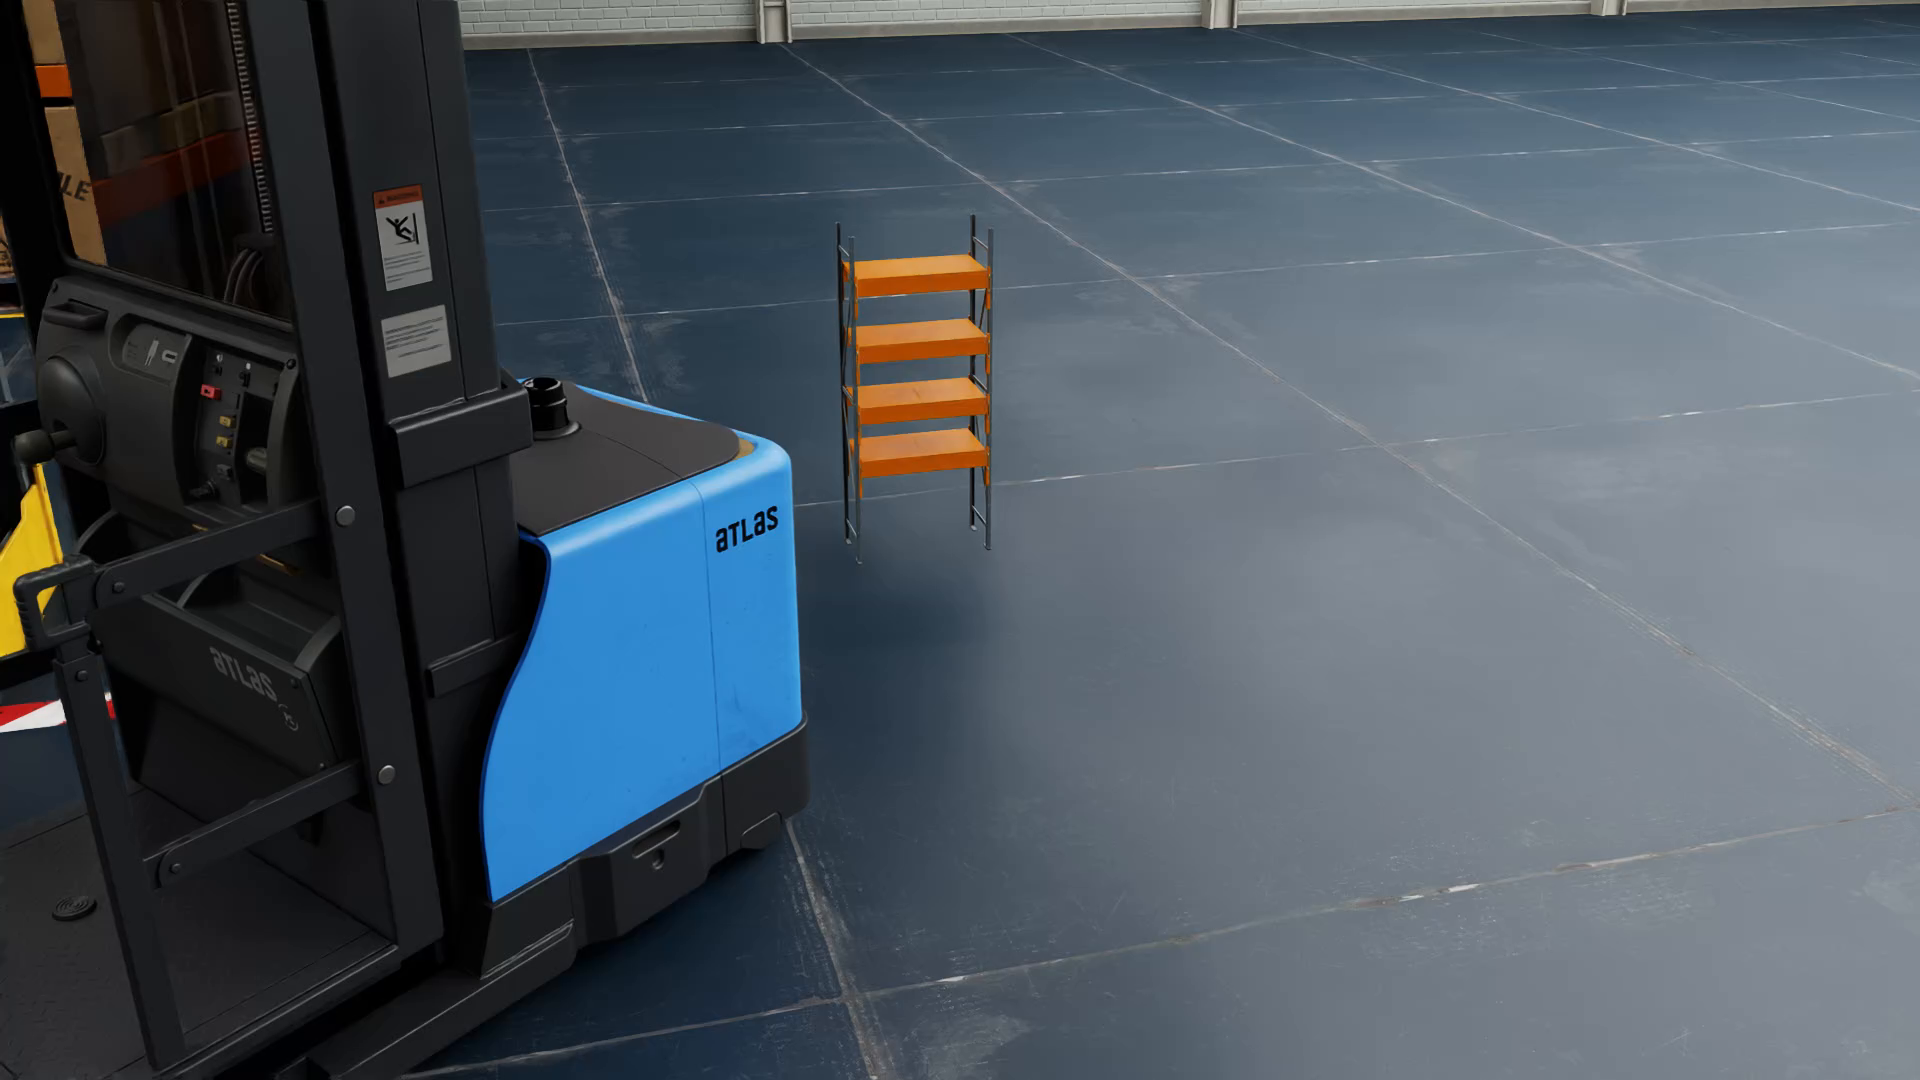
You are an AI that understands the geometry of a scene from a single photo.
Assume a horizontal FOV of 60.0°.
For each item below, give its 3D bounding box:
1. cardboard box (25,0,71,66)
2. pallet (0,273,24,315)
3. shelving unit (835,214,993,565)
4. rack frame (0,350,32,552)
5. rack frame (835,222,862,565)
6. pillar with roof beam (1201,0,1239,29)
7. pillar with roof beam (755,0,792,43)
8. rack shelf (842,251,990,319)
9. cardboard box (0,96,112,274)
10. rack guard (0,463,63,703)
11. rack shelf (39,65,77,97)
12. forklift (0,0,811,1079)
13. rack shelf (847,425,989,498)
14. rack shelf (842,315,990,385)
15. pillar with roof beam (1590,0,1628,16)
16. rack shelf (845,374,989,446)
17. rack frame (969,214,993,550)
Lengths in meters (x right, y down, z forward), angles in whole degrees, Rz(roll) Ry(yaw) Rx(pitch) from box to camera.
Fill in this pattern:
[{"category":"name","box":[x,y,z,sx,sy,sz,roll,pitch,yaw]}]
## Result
[{"category":"cardboard box","box":[-4.746,-2.955,9.143,0.550,0.550,0.875,-6,24,-14]},{"category":"pallet","box":[-5.150,-1.546,9.587,1.213,0.211,1.003,-6,24,-14]},{"category":"shelving unit","box":[-0.159,-0.534,5.972,0.503,1.200,0.258,-6,24,-14]},{"category":"rack frame","box":[-3.159,-1.049,4.891,0.127,3.000,1.000,-6,24,-14]},{"category":"rack frame","box":[-0.394,-0.508,5.912,0.015,1.200,0.240,-6,24,-14]},{"category":"pillar with roof beam","box":[4.623,-9.364,16.662,0.400,9.000,9.100,-6,24,-14]},{"category":"pillar with roof beam","box":[-1.154,-8.725,15.172,0.400,9.000,9.100,-6,24,-14]},{"category":"rack shelf","box":[-0.159,-0.895,5.817,0.480,0.148,0.258,-6,24,-14]},{"category":"cardboard box","box":[-5.036,-2.062,9.414,0.875,0.875,0.875,-6,24,-14]},{"category":"rack guard","box":[-3.232,0.108,5.365,0.348,0.500,1.175,-6,24,-14]},{"category":"rack shelf","box":[-6.327,-2.399,8.950,4.000,0.370,1.077,-6,24,-14]},{"category":"forklift","box":[-1.699,-0.253,3.122,1.130,2.935,3.031,17,28,34]},{"category":"rack shelf","box":[-0.159,-0.289,6.077,0.480,0.148,0.258,-6,24,-14]},{"category":"rack shelf","box":[-0.159,-0.677,5.911,0.480,0.148,0.258,-6,24,-14]},{"category":"pillar with roof beam","box":[10.400,-10.003,18.151,0.400,9.000,9.100,-6,24,-14]},{"category":"rack shelf","box":[-0.159,-0.472,5.999,0.480,0.148,0.258,-6,24,-14]},{"category":"rack frame","box":[0.076,-0.560,6.033,0.015,1.200,0.240,-6,24,-14]}]
